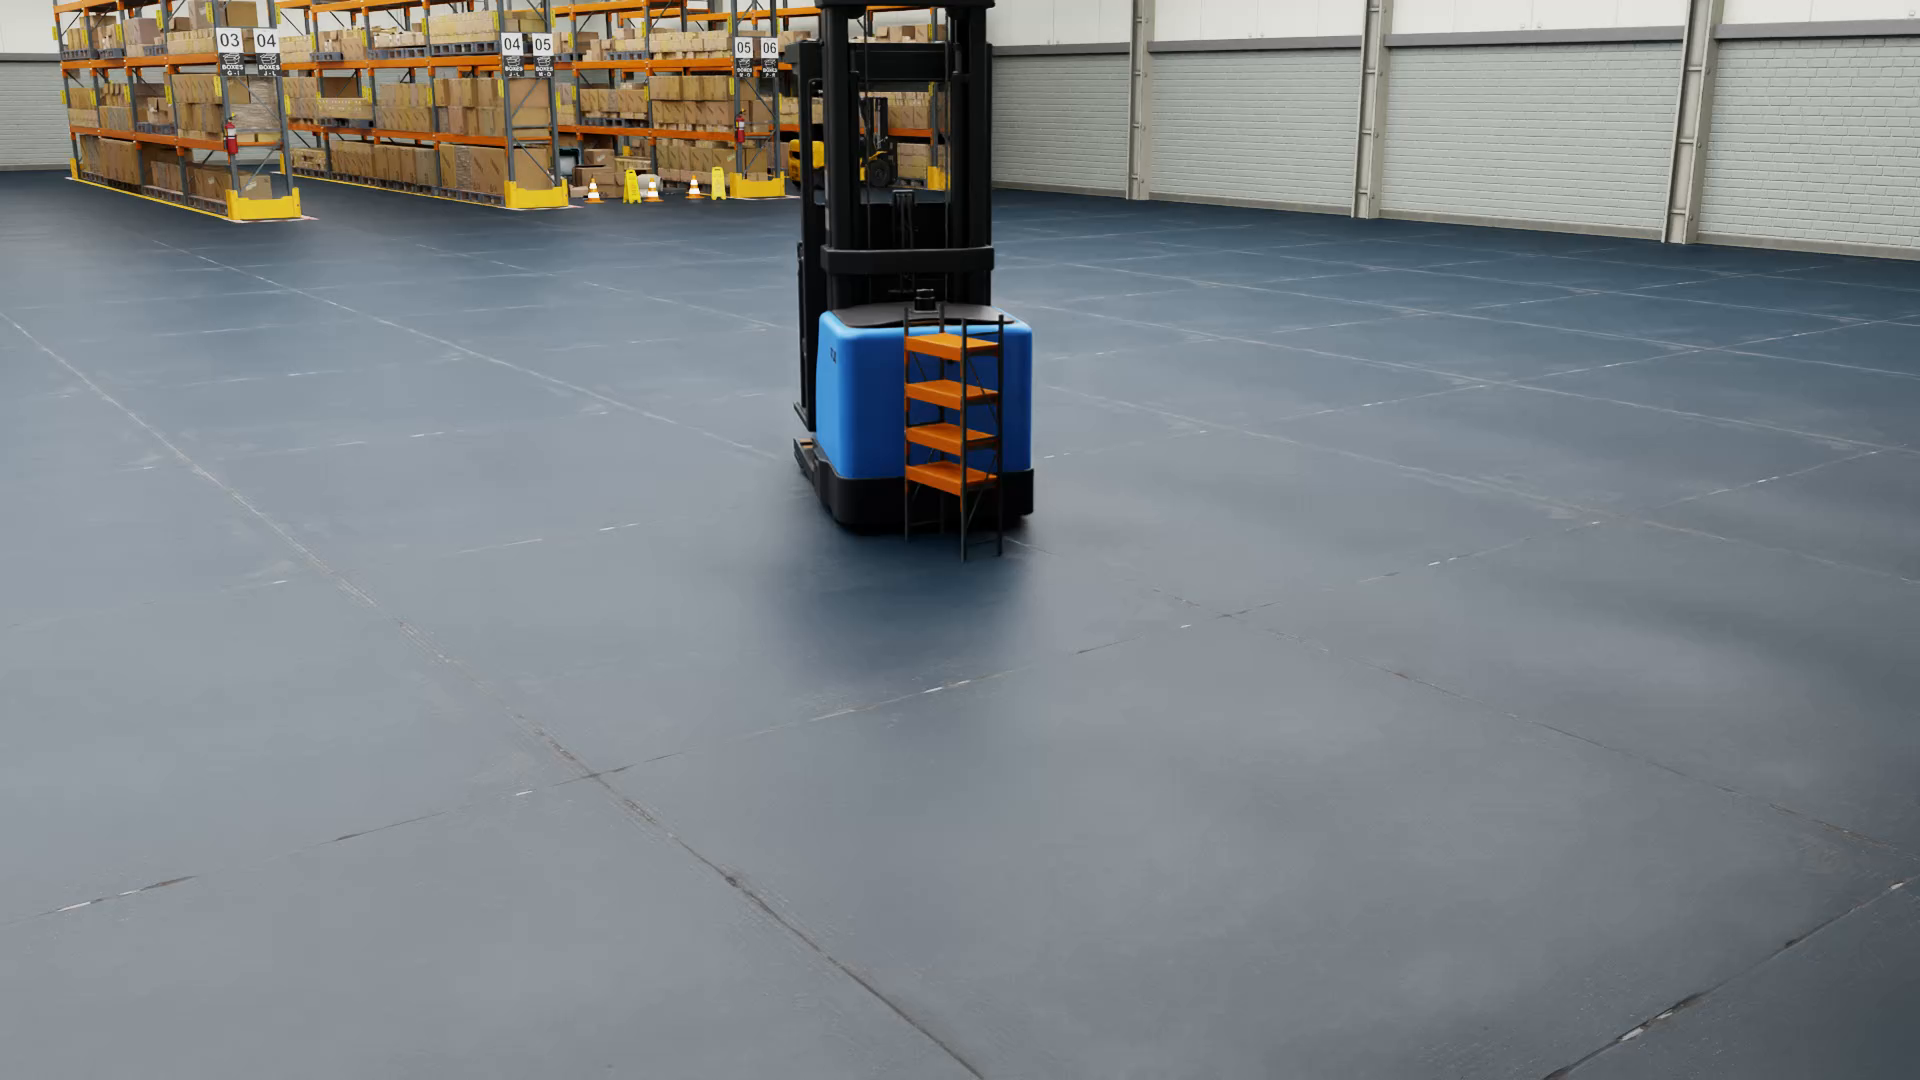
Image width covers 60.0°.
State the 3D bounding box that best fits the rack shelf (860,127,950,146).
[{"bbox_3d":[-1.374,-9.513,39.013,1.077,0.370,4.000,-11,19,-35],"label":"rack shelf"}]

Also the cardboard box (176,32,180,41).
[{"bbox_3d":[-14.282,-9.319,30.789,0.380,0.149,0.250,-11,19,-34],"label":"cardboard box"}]

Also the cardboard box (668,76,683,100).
[{"bbox_3d":[-5.923,-9.838,36.191,0.700,0.500,0.500,-11,19,-36],"label":"cardboard box"}]

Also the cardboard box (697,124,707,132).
[{"bbox_3d":[-5.412,-8.849,35.701,0.380,0.149,0.250,-11,19,-35],"label":"cardboard box"}]

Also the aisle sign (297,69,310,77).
[{"bbox_3d":[-17.363,-12.604,44.020,0.394,0.787,0.004,-11,19,-35],"label":"aisle sign"}]

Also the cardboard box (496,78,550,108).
[{"bbox_3d":[-8.342,-8.550,31.802,0.875,0.550,0.550,-11,19,-35],"label":"cardboard box"}]

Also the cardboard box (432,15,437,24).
[{"bbox_3d":[-10.417,-10.502,33.562,0.380,0.149,0.250,-11,19,-35],"label":"cardboard box"}]

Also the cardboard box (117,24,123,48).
[{"bbox_3d":[-17.347,-10.650,35.131,0.797,0.503,0.637,-10,18,-31],"label":"cardboard box"}]

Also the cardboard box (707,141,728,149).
[{"bbox_3d":[-5.163,-8.411,35.388,0.380,0.149,0.250,-10,18,-33],"label":"cardboard box"}]

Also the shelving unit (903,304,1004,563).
[{"bbox_3d":[-0.035,-0.536,8.263,0.258,1.200,0.503,-11,19,-35],"label":"shelving unit"}]

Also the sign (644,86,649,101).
[{"bbox_3d":[-7.009,-9.987,37.190,0.100,0.325,0.005,-11,19,-35],"label":"sign"}]

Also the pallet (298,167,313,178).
[{"bbox_3d":[-16.356,-9.487,42.840,1.003,0.211,1.213,-11,19,-35],"label":"pallet"}]

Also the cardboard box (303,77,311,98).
[{"bbox_3d":[-16.014,-11.276,41.445,0.500,0.500,0.500,-12,19,-36],"label":"cardboard box"}]

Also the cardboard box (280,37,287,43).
[{"bbox_3d":[-17.178,-12.813,42.607,0.380,0.149,0.250,-11,19,-34],"label":"cardboard box"}]

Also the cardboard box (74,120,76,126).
[{"bbox_3d":[-21.389,-10.182,40.572,0.380,0.149,0.250,-11,19,-36],"label":"cardboard box"}]

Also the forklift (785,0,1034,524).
[{"bbox_3d":[-0.412,-1.839,9.745,1.130,2.935,3.031,-3,16,-11],"label":"forklift"}]

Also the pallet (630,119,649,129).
[{"bbox_3d":[-6.894,-9.609,38.364,1.003,0.211,1.213,-11,19,-35],"label":"pallet"}]

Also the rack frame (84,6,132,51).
[{"bbox_3d":[-19.282,-12.579,37.490,1.000,3.000,0.127,-11,19,-35],"label":"rack frame"}]

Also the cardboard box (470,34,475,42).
[{"bbox_3d":[-9.223,-9.684,32.083,0.380,0.149,0.250,-11,19,-35],"label":"cardboard box"}]

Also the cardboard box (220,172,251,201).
[{"bbox_3d":[-13.312,-6.515,30.637,0.500,0.500,0.500,-9,18,-29],"label":"cardboard box"}]

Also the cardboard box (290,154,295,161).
[{"bbox_3d":[-17.347,-10.040,43.618,0.380,0.149,0.250,-11,19,-35],"label":"cardboard box"}]

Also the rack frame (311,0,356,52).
[{"bbox_3d":[-15.211,-13.327,40.224,1.000,3.000,0.127,-11,19,-35],"label":"rack frame"}]

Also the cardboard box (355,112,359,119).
[{"bbox_3d":[-13.665,-9.748,38.191,0.380,0.149,0.250,-11,19,-35],"label":"cardboard box"}]

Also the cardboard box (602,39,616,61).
[{"bbox_3d":[-7.994,-11.545,39.197,0.797,0.503,0.637,-11,19,-35],"label":"cardboard box"}]

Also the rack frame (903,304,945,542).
[{"bbox_3d":[-0.179,-0.588,8.453,0.240,1.200,0.015,-11,19,-35],"label":"rack frame"}]

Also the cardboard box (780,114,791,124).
[{"bbox_3d":[-4.238,-10.719,42.341,0.500,0.250,0.500,-12,19,-36],"label":"cardboard box"}]

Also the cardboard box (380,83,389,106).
[{"bbox_3d":[-12.603,-10.013,37.394,0.700,0.500,0.500,-11,19,-35],"label":"cardboard box"}]

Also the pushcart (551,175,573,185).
[{"bbox_3d":[-8.377,-7.886,36.674,0.936,0.377,1.648,10,18,33],"label":"pushcart"}]

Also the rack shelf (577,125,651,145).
[{"bbox_3d":[-7.738,-9.595,39.315,1.077,0.370,4.000,-11,19,-35],"label":"rack shelf"}]

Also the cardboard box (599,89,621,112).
[{"bbox_3d":[-8.207,-10.409,39.378,0.500,0.500,0.500,-10,18,-34],"label":"cardboard box"}]

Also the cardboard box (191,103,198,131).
[{"bbox_3d":[-13.723,-7.860,30.858,0.875,0.500,0.500,-11,19,-35],"label":"cardboard box"}]

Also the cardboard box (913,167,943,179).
[{"bbox_3d":[-0.729,-8.360,37.852,0.500,0.250,0.500,-11,19,-34],"label":"cardboard box"}]

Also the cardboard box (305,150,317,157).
[{"bbox_3d":[-16.457,-9.851,42.364,0.380,0.149,0.250,-12,19,-36],"label":"cardboard box"}]

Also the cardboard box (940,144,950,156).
[{"bbox_3d":[-0.327,-8.923,38.015,0.500,0.250,0.500,-11,19,-35],"label":"cardboard box"}]

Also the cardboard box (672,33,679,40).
[{"bbox_3d":[-5.997,-10.894,35.979,0.380,0.149,0.250,-12,19,-36],"label":"cardboard box"}]

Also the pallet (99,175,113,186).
[{"bbox_3d":[-19.666,-8.515,39.287,1.003,0.211,1.213,-11,19,-35],"label":"pallet"}]

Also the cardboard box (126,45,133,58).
[{"bbox_3d":[-16.860,-10.066,34.274,0.500,0.250,0.500,-10,18,-34],"label":"cardboard box"}]

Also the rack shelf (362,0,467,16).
[{"bbox_3d":[-11.683,-11.506,35.690,1.077,0.370,4.000,-11,19,-35],"label":"rack shelf"}]

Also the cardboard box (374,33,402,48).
[{"bbox_3d":[-12.611,-11.046,36.752,0.500,0.311,0.500,-11,19,-34],"label":"cardboard box"}]

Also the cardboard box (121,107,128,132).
[{"bbox_3d":[-17.709,-9.054,35.784,0.500,0.500,0.500,-11,19,-35],"label":"cardboard box"}]

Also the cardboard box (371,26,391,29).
[{"bbox_3d":[-13.359,-11.731,38.435,0.396,0.266,0.258,-11,19,-35],"label":"cardboard box"}]

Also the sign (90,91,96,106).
[{"bbox_3d":[-19.730,-10.055,37.841,0.100,0.325,0.005,-11,19,-35],"label":"sign"}]

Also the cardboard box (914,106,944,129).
[{"bbox_3d":[-0.699,-9.545,37.579,0.500,0.500,0.500,-11,19,-36],"label":"cardboard box"}]

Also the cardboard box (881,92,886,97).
[{"bbox_3d":[-1.620,-10.364,38.778,0.380,0.149,0.250,-11,19,-34],"label":"cardboard box"}]

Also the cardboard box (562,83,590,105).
[{"bbox_3d":[-9.430,-10.970,40.891,0.500,0.500,0.500,-11,19,-36],"label":"cardboard box"}]

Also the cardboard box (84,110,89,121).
[{"bbox_3d":[-20.361,-10.029,39.258,0.500,0.250,0.500,-10,18,-33],"label":"cardboard box"}]

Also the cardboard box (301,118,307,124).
[{"bbox_3d":[-16.545,-10.660,42.318,0.380,0.149,0.250,-10,18,-33],"label":"cardboard box"}]

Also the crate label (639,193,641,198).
[{"bbox_3d":[-6.717,-7.085,34.205,0.298,0.136,0.250,7,17,23],"label":"crate label"}]

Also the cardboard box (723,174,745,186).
[{"bbox_3d":[-4.918,-7.674,35.344,0.500,0.250,0.500,-11,19,-35],"label":"cardboard box"}]

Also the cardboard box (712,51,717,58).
[{"bbox_3d":[-4.948,-10.130,34.699,0.380,0.149,0.250,-10,18,-33],"label":"cardboard box"}]

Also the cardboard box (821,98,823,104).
[{"bbox_3d":[-3.198,-10.799,40.932,0.380,0.149,0.250,-11,19,-35],"label":"cardboard box"}]

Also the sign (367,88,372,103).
[{"bbox_3d":[-13.292,-10.014,37.437,0.100,0.325,0.005,-11,19,-35],"label":"sign"}]

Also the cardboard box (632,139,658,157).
[{"bbox_3d":[-9.322,-11.702,49.583,0.797,0.503,0.637,-12,19,-37],"label":"cardboard box"}]

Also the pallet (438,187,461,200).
[{"bbox_3d":[-10.123,-7.206,34.505,1.003,0.211,1.213,-11,19,-35],"label":"pallet"}]
